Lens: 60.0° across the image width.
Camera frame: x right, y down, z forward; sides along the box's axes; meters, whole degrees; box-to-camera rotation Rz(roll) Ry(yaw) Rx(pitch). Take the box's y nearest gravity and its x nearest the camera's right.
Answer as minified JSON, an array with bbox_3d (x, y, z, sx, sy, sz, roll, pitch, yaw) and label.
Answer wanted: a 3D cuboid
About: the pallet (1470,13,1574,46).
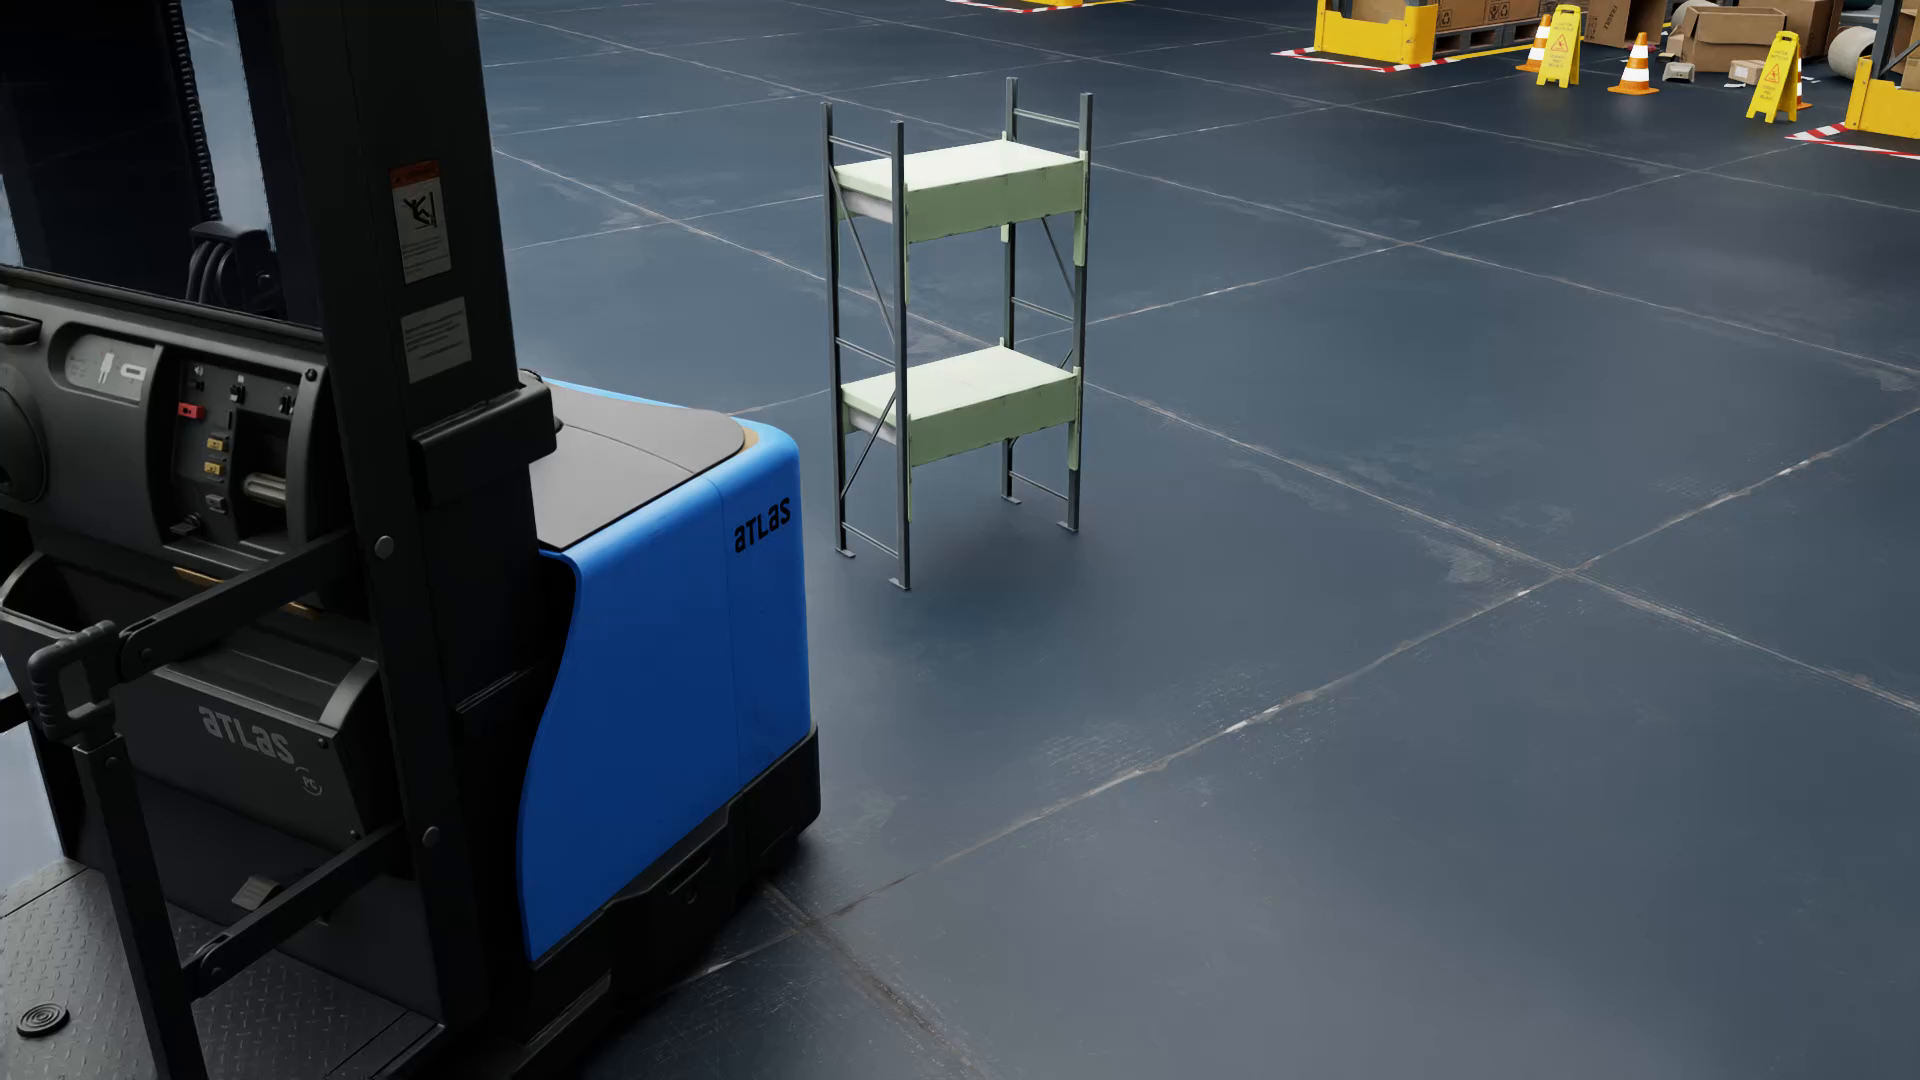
[{"bbox_3d":[5.383,-5.153,16.602,1.213,0.211,1.003,-18,31,-34],"label":"pallet"}]

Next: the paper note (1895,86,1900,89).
[{"bbox_3d":[7.780,-3.781,13.860,0.142,0.019,0.148,15,29,29],"label":"paper note"}]

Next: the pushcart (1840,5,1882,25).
[{"bbox_3d":[8.678,-4.847,15.746,1.648,0.377,0.936,15,29,29],"label":"pushcart"}]

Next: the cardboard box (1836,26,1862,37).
[{"bbox_3d":[8.159,-4.554,15.247,0.258,0.266,0.396,5,25,11],"label":"cardboard box"}]

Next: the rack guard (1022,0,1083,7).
[{"bbox_3d":[0.921,-6.424,18.999,0.348,0.500,1.175,-18,31,-34],"label":"rack guard"}]

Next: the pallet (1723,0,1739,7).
[{"bbox_3d":[8.512,-6.187,18.831,1.213,0.211,1.003,-18,31,-34],"label":"pallet"}]

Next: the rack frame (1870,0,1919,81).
[{"bbox_3d":[6.977,-4.255,11.356,0.127,3.000,1.000,-18,31,-34],"label":"rack frame"}]

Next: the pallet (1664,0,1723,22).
[{"bbox_3d":[7.551,-5.869,18.144,1.213,0.211,1.003,-18,31,-34],"label":"pallet"}]

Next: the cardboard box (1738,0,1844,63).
[{"bbox_3d":[7.527,-4.725,15.173,0.503,0.637,0.797,-18,31,-34],"label":"cardboard box"}]

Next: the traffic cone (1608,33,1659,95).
[{"bbox_3d":[5.567,-3.923,13.654,0.334,0.463,0.336,-18,31,-34],"label":"traffic cone"}]

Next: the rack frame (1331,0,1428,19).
[{"bbox_3d":[3.843,-5.869,14.833,0.127,3.000,1.000,-18,31,-34],"label":"rack frame"}]

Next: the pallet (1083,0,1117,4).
[{"bbox_3d":[1.583,-6.493,19.489,1.213,0.211,1.003,-18,31,-34],"label":"pallet"}]

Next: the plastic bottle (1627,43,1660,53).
[{"bbox_3d":[6.452,-4.636,15.667,0.283,0.061,0.133,15,29,29],"label":"plastic bottle"}]

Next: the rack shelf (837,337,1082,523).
[{"bbox_3d":[-0.005,-0.383,5.568,0.720,0.370,0.431,-18,31,-34],"label":"rack shelf"}]

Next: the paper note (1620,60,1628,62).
[{"bbox_3d":[6.091,-4.356,15.101,0.142,0.017,0.144,-8,26,-16],"label":"paper note"}]

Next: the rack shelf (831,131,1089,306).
[{"bbox_3d":[-0.005,-1.033,5.266,0.720,0.370,0.431,-18,31,-34],"label":"rack shelf"}]

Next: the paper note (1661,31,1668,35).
[{"bbox_3d":[7.020,-5.087,16.674,0.147,0.020,0.142,5,25,11],"label":"paper note"}]

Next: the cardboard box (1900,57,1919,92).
[{"bbox_3d":[7.466,-3.504,12.504,0.500,0.250,0.500,-18,31,-34],"label":"cardboard box"}]

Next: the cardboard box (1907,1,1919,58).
[{"bbox_3d":[7.446,-3.833,12.323,0.500,0.500,0.500,-18,30,-34],"label":"cardboard box"}]

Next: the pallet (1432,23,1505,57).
[{"bbox_3d":[4.424,-4.838,15.923,1.213,0.211,1.003,-18,31,-34],"label":"pallet"}]

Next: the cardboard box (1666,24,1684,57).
[{"bbox_3d":[6.774,-4.611,15.371,0.258,0.266,0.396,-13,28,-25],"label":"cardboard box"}]

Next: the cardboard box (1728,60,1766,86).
[{"bbox_3d":[6.761,-3.972,14.131,0.250,0.149,0.380,-3,25,-7],"label":"cardboard box"}]

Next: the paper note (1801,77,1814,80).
[{"bbox_3d":[7.253,-3.979,14.302,0.142,0.019,0.148,-8,26,-16],"label":"paper note"}]

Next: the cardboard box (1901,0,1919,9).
[{"bbox_3d":[9.002,-5.086,15.216,0.500,0.500,0.500,-18,31,-34],"label":"cardboard box"}]

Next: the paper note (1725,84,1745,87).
[{"bbox_3d":[6.492,-3.814,13.931,0.148,0.019,0.142,15,29,29],"label":"paper note"}]

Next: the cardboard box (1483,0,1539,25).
[{"bbox_3d":[5.027,-5.523,16.112,0.875,0.875,0.875,-19,31,-35],"label":"cardboard box"}]

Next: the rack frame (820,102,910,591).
[{"bbox_3d":[-0.293,-0.583,5.226,0.023,1.500,0.400,-18,31,-34],"label":"rack frame"}]

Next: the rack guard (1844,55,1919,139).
[{"bbox_3d":[7.036,-3.141,11.925,0.348,0.500,1.175,-18,31,-34],"label":"rack guard"}]

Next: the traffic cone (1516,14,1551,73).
[{"bbox_3d":[5.137,-4.386,14.651,0.334,0.463,0.336,-18,31,-34],"label":"traffic cone"}]

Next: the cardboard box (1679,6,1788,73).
[{"bbox_3d":[6.797,-4.418,14.672,0.797,0.503,0.637,5,25,11],"label":"cardboard box"}]

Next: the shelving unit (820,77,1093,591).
[{"bbox_3d":[-0.005,-0.679,5.431,0.755,1.500,0.431,-18,31,-34],"label":"shelving unit"}]

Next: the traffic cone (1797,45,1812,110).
[{"bbox_3d":[6.519,-3.644,13.052,0.334,0.463,0.336,-18,31,-34],"label":"traffic cone"}]

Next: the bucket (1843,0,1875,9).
[{"bbox_3d":[8.306,-5.314,15.719,0.620,0.611,0.726,2,23,-21],"label":"bucket"}]

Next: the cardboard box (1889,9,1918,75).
[{"bbox_3d":[8.442,-4.334,14.492,0.500,0.500,0.500,1,25,2],"label":"cardboard box"}]

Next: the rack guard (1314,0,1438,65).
[{"bbox_3d":[3.824,-4.729,15.346,0.348,0.500,1.175,-18,31,-34],"label":"rack guard"}]

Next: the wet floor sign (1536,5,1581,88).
[{"bbox_3d":[5.042,-4.138,13.899,0.267,0.644,0.232,21,32,37],"label":"wet floor sign"}]

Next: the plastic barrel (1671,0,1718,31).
[{"bbox_3d":[7.044,-4.937,15.884,0.421,0.421,0.512,1,25,2],"label":"plastic barrel"}]

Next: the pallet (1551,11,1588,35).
[{"bbox_3d":[6.344,-5.472,17.289,1.213,0.211,1.003,-18,31,-34],"label":"pallet"}]

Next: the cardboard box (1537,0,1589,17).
[{"bbox_3d":[5.745,-5.759,16.621,0.875,0.875,0.875,-18,30,-34],"label":"cardboard box"}]

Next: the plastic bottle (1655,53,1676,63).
[{"bbox_3d":[6.435,-4.396,15.149,0.133,0.061,0.283,15,29,29],"label":"plastic bottle"}]

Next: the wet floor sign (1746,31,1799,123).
[{"bbox_3d":[6.167,-3.493,12.509,0.232,0.644,0.267,-8,26,-16],"label":"wet floor sign"}]

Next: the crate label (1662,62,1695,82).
[{"bbox_3d":[6.147,-4.000,14.207,0.250,0.136,0.298,10,27,20],"label":"crate label"}]

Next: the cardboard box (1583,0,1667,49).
[{"bbox_3d":[6.402,-5.032,15.996,0.500,0.500,0.500,-13,28,-25],"label":"cardboard box"}]

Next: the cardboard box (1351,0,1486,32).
[{"bbox_3d":[4.336,-5.294,15.618,0.875,0.875,0.875,-18,30,-34],"label":"cardboard box"}]

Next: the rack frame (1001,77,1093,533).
[{"bbox_3d":[0.283,-0.774,5.635,0.023,1.500,0.400,-18,31,-34],"label":"rack frame"}]

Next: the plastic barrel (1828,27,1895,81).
[{"bbox_3d":[7.668,-4.125,14.135,0.421,0.421,0.512,1,25,2],"label":"plastic barrel"}]

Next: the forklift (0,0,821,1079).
[{"bbox_3d":[-1.498,-0.160,2.614,1.130,2.935,3.031,13,28,26],"label":"forklift"}]

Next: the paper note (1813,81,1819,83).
[{"bbox_3d":[7.278,-3.898,14.136,0.123,0.001,0.032,-18,31,-34],"label":"paper note"}]
